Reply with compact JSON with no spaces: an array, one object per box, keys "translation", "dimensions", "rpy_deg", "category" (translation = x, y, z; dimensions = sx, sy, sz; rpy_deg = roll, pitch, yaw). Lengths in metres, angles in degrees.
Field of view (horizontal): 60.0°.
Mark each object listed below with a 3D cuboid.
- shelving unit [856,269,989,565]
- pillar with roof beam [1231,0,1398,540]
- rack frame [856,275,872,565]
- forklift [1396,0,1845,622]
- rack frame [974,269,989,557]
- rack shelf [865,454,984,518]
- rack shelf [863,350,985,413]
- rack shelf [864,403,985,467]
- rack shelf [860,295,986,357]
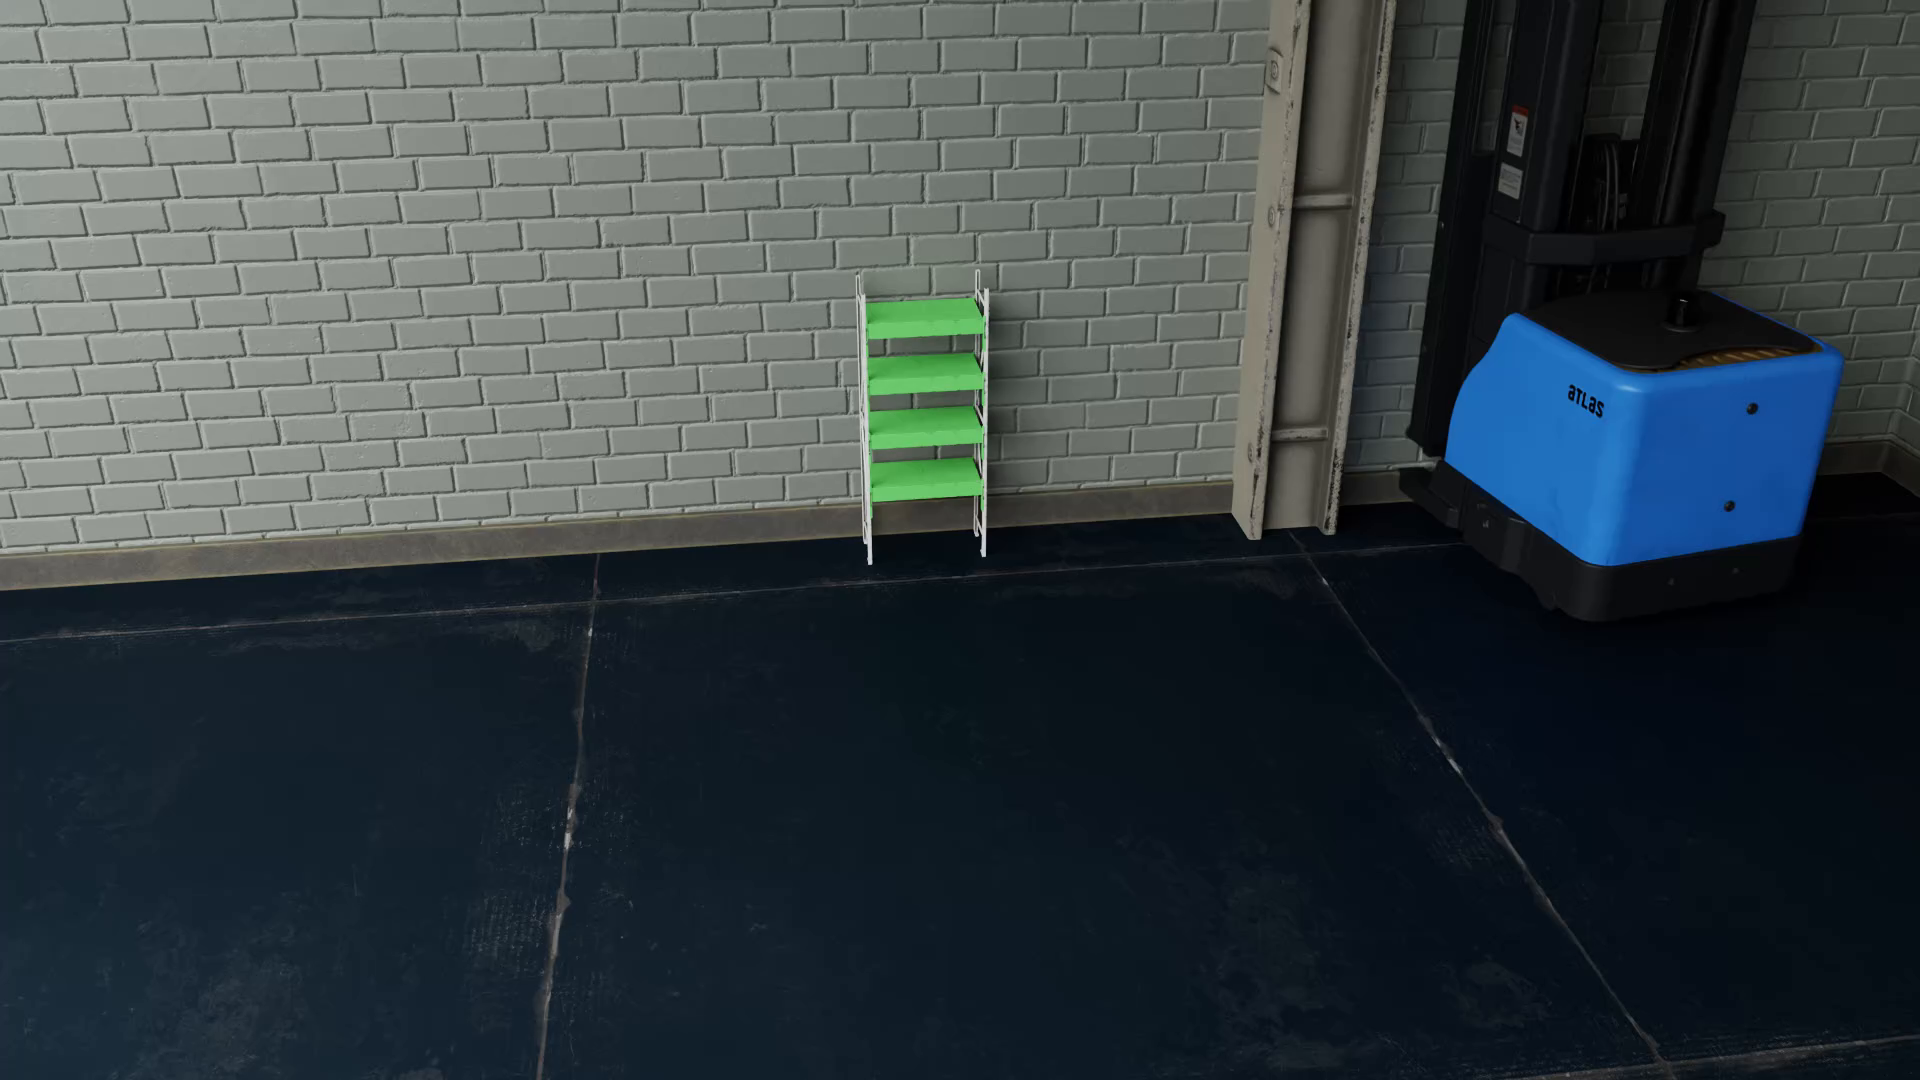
[{"translation":[-0.154,-0.497,6.898],"dimensions":[0.503,1.200,0.258],"rpy_deg":[-4,28,-8],"category":"shelving unit"},{"translation":[2.036,-2.140,1.564],"dimensions":[0.400,9.000,9.100],"rpy_deg":[-4,27,-7],"category":"pillar with roof beam"},{"translation":[-0.395,-0.480,6.866],"dimensions":[0.015,1.200,0.240],"rpy_deg":[-4,28,-8],"category":"rack frame"},{"translation":[2.461,-1.638,7.232],"dimensions":[1.130,2.935,3.031],"rpy_deg":[-8,28,-15],"category":"forklift"},{"translation":[0.087,-0.513,6.931],"dimensions":[0.015,1.200,0.240],"rpy_deg":[-4,28,-8],"category":"rack frame"},{"translation":[-0.155,-0.229,7.042],"dimensions":[0.480,0.148,0.258],"rpy_deg":[-4,28,-8],"category":"rack shelf"},{"translation":[-0.154,-0.652,6.815],"dimensions":[0.480,0.148,0.258],"rpy_deg":[-4,28,-8],"category":"rack shelf"},{"translation":[-0.154,-0.441,6.929],"dimensions":[0.480,0.148,0.258],"rpy_deg":[-4,28,-8],"category":"rack shelf"},{"translation":[-0.153,-0.863,6.702],"dimensions":[0.480,0.148,0.258],"rpy_deg":[-4,28,-8],"category":"rack shelf"}]
